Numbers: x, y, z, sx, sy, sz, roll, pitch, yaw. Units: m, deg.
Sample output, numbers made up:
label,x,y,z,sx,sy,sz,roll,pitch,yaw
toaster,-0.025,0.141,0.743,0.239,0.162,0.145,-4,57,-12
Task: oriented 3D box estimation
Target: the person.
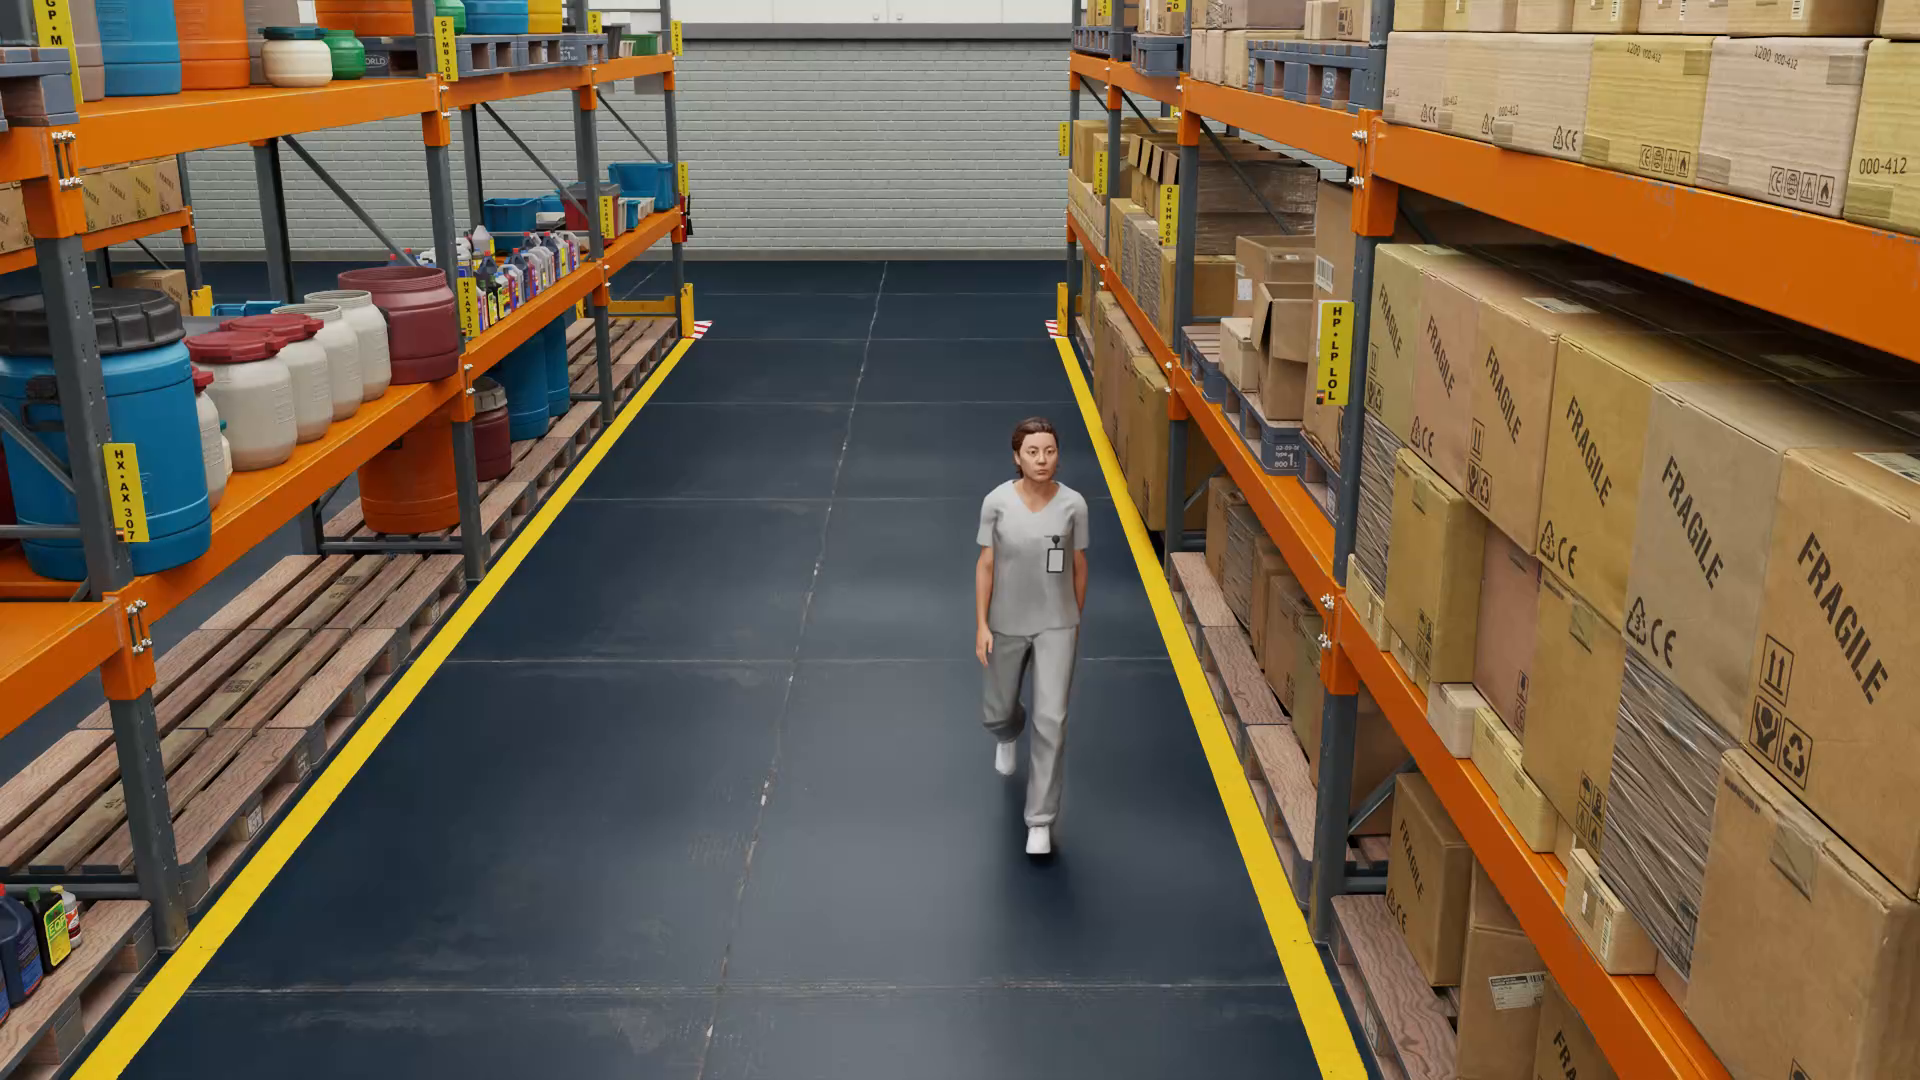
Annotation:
label,x,y,z,sx,sy,sz,roll,pitch,yaw
person,0.282,0.315,6.495,0.438,1.635,0.872,1,17,4
